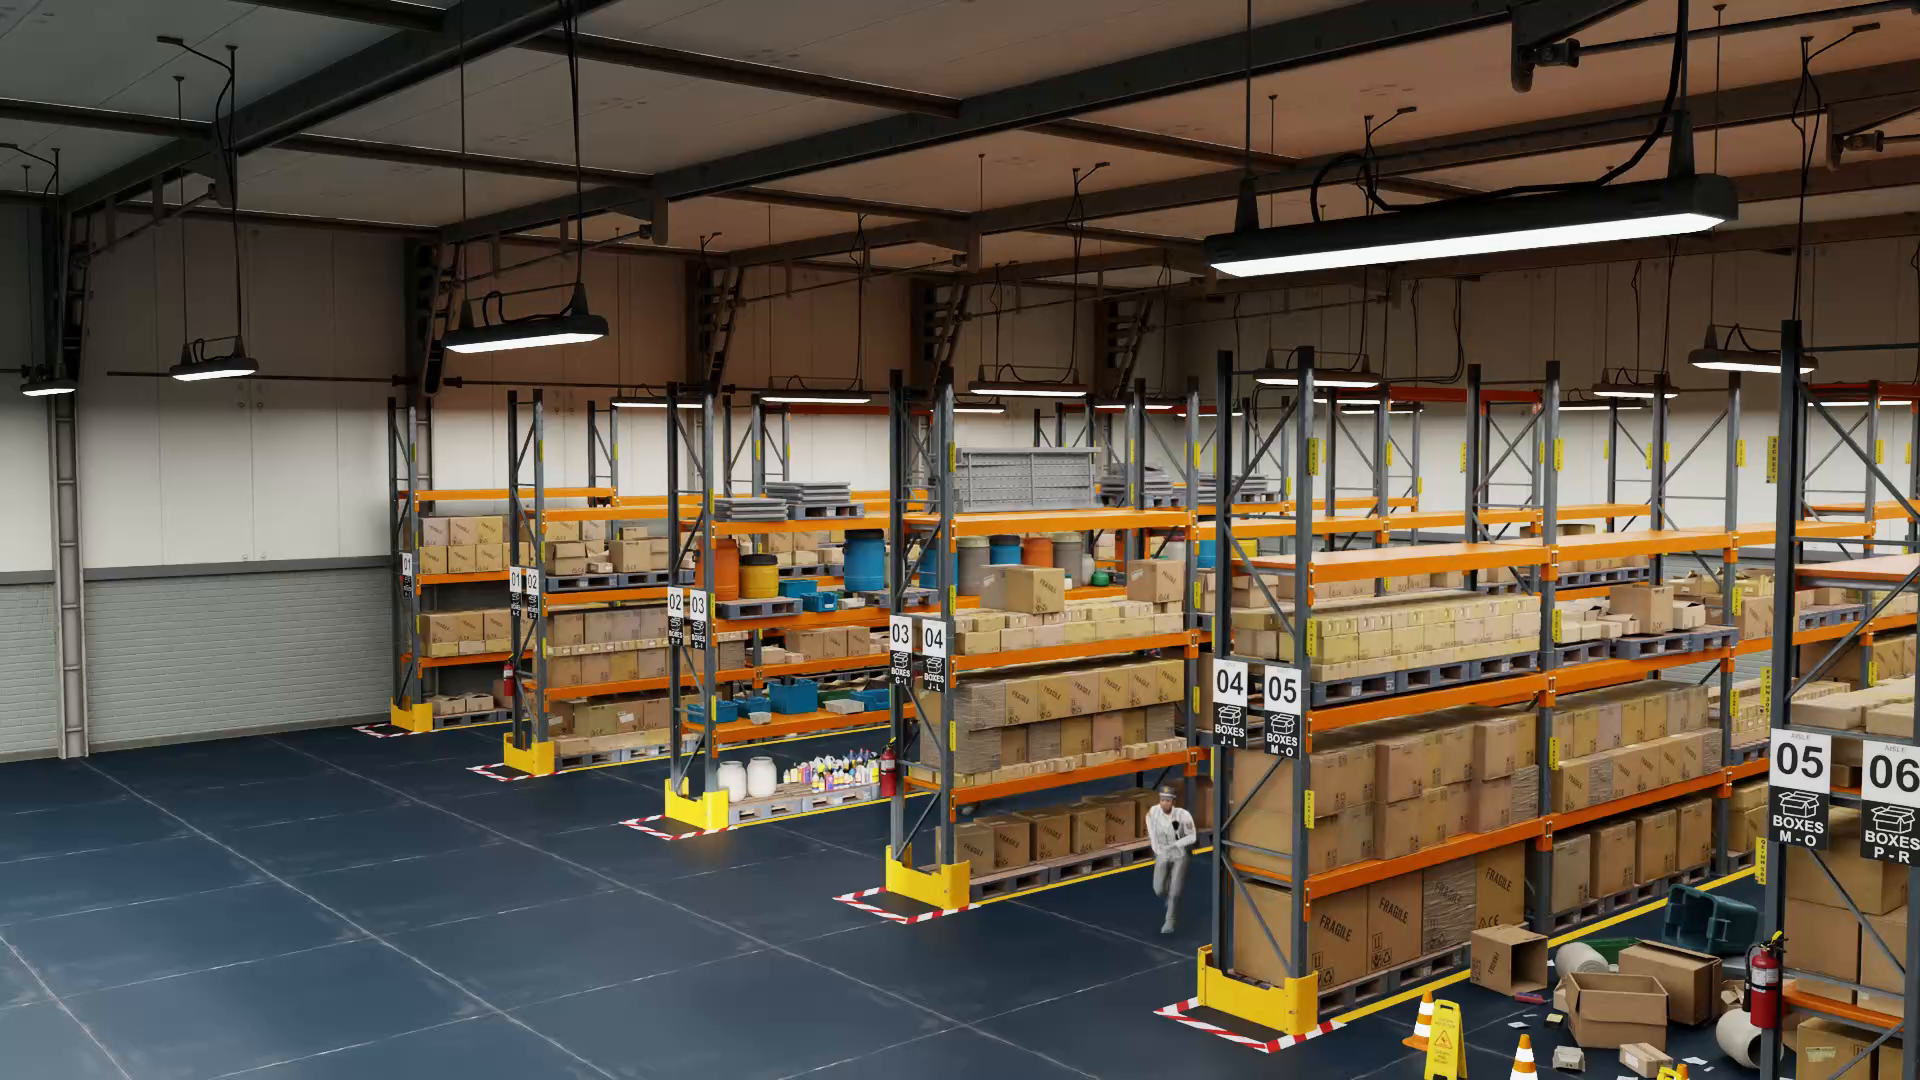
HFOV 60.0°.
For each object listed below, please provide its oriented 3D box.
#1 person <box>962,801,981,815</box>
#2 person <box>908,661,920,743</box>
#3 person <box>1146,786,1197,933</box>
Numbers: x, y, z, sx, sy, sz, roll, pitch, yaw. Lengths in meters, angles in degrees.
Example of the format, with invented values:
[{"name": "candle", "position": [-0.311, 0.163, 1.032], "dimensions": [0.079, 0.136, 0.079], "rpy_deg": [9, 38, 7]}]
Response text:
[{"name": "person", "position": [0.277, 2.956, 23.273], "dimensions": [0.724, 1.724, 0.689], "rpy_deg": [3, 4, 37]}, {"name": "person", "position": [-0.788, 2.679, 28.638], "dimensions": [0.765, 1.697, 0.678], "rpy_deg": [-3, 5, -44]}, {"name": "person", "position": [2.199, 3.350, 17.490], "dimensions": [0.604, 1.616, 0.667], "rpy_deg": [1, 4, 21]}]
